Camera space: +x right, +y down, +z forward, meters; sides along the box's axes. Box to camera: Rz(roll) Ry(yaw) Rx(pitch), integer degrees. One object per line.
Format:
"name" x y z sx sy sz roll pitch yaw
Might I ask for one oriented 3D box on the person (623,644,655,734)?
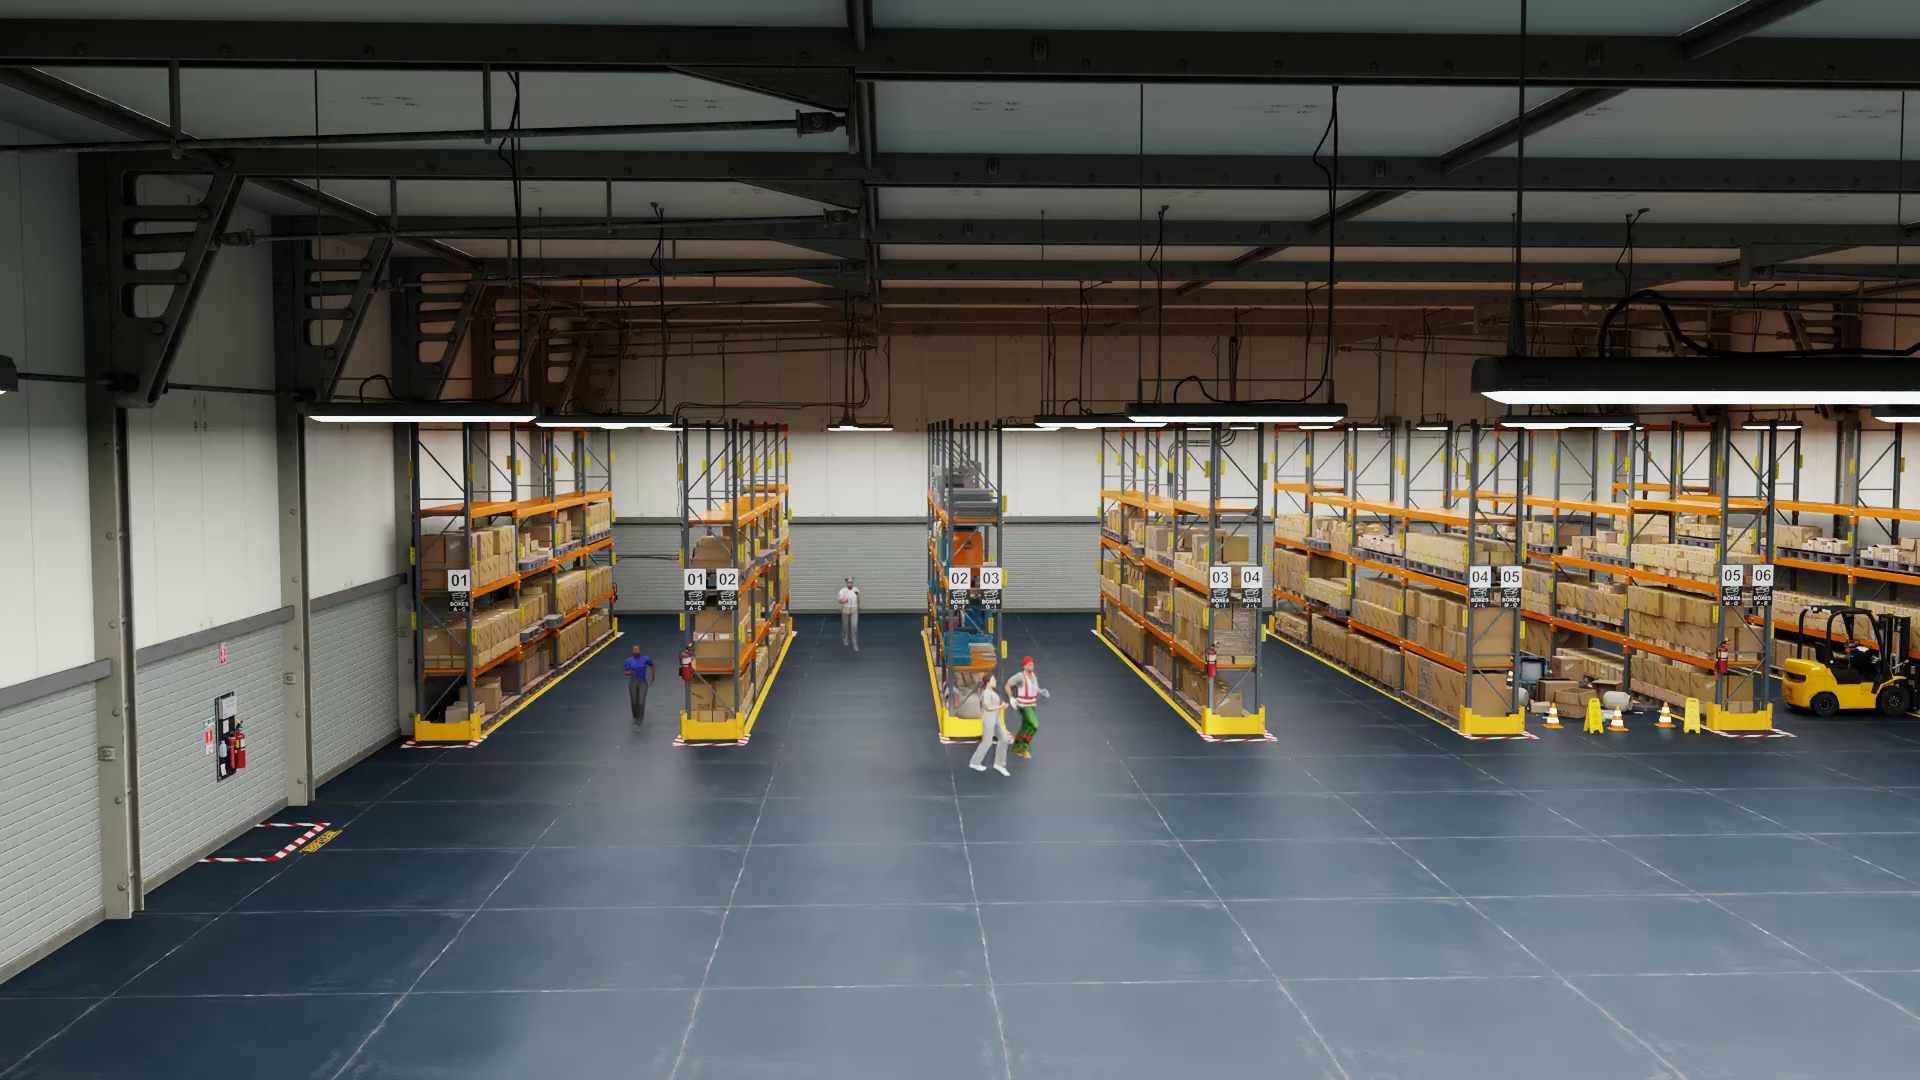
"person" -6.224 2.842 32.162 0.584 1.664 0.933 0 4 -3

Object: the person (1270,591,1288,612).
"person" 9.450 1.749 49.032 0.605 1.678 0.712 1 4 12

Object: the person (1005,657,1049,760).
"person" 1.205 2.963 29.354 0.737 1.816 0.642 3 4 35

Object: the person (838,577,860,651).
"person" -2.803 1.860 42.173 0.603 1.858 0.830 -1 4 -11

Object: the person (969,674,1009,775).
"person" 0.504 3.096 27.912 0.716 1.723 0.547 1 4 18
